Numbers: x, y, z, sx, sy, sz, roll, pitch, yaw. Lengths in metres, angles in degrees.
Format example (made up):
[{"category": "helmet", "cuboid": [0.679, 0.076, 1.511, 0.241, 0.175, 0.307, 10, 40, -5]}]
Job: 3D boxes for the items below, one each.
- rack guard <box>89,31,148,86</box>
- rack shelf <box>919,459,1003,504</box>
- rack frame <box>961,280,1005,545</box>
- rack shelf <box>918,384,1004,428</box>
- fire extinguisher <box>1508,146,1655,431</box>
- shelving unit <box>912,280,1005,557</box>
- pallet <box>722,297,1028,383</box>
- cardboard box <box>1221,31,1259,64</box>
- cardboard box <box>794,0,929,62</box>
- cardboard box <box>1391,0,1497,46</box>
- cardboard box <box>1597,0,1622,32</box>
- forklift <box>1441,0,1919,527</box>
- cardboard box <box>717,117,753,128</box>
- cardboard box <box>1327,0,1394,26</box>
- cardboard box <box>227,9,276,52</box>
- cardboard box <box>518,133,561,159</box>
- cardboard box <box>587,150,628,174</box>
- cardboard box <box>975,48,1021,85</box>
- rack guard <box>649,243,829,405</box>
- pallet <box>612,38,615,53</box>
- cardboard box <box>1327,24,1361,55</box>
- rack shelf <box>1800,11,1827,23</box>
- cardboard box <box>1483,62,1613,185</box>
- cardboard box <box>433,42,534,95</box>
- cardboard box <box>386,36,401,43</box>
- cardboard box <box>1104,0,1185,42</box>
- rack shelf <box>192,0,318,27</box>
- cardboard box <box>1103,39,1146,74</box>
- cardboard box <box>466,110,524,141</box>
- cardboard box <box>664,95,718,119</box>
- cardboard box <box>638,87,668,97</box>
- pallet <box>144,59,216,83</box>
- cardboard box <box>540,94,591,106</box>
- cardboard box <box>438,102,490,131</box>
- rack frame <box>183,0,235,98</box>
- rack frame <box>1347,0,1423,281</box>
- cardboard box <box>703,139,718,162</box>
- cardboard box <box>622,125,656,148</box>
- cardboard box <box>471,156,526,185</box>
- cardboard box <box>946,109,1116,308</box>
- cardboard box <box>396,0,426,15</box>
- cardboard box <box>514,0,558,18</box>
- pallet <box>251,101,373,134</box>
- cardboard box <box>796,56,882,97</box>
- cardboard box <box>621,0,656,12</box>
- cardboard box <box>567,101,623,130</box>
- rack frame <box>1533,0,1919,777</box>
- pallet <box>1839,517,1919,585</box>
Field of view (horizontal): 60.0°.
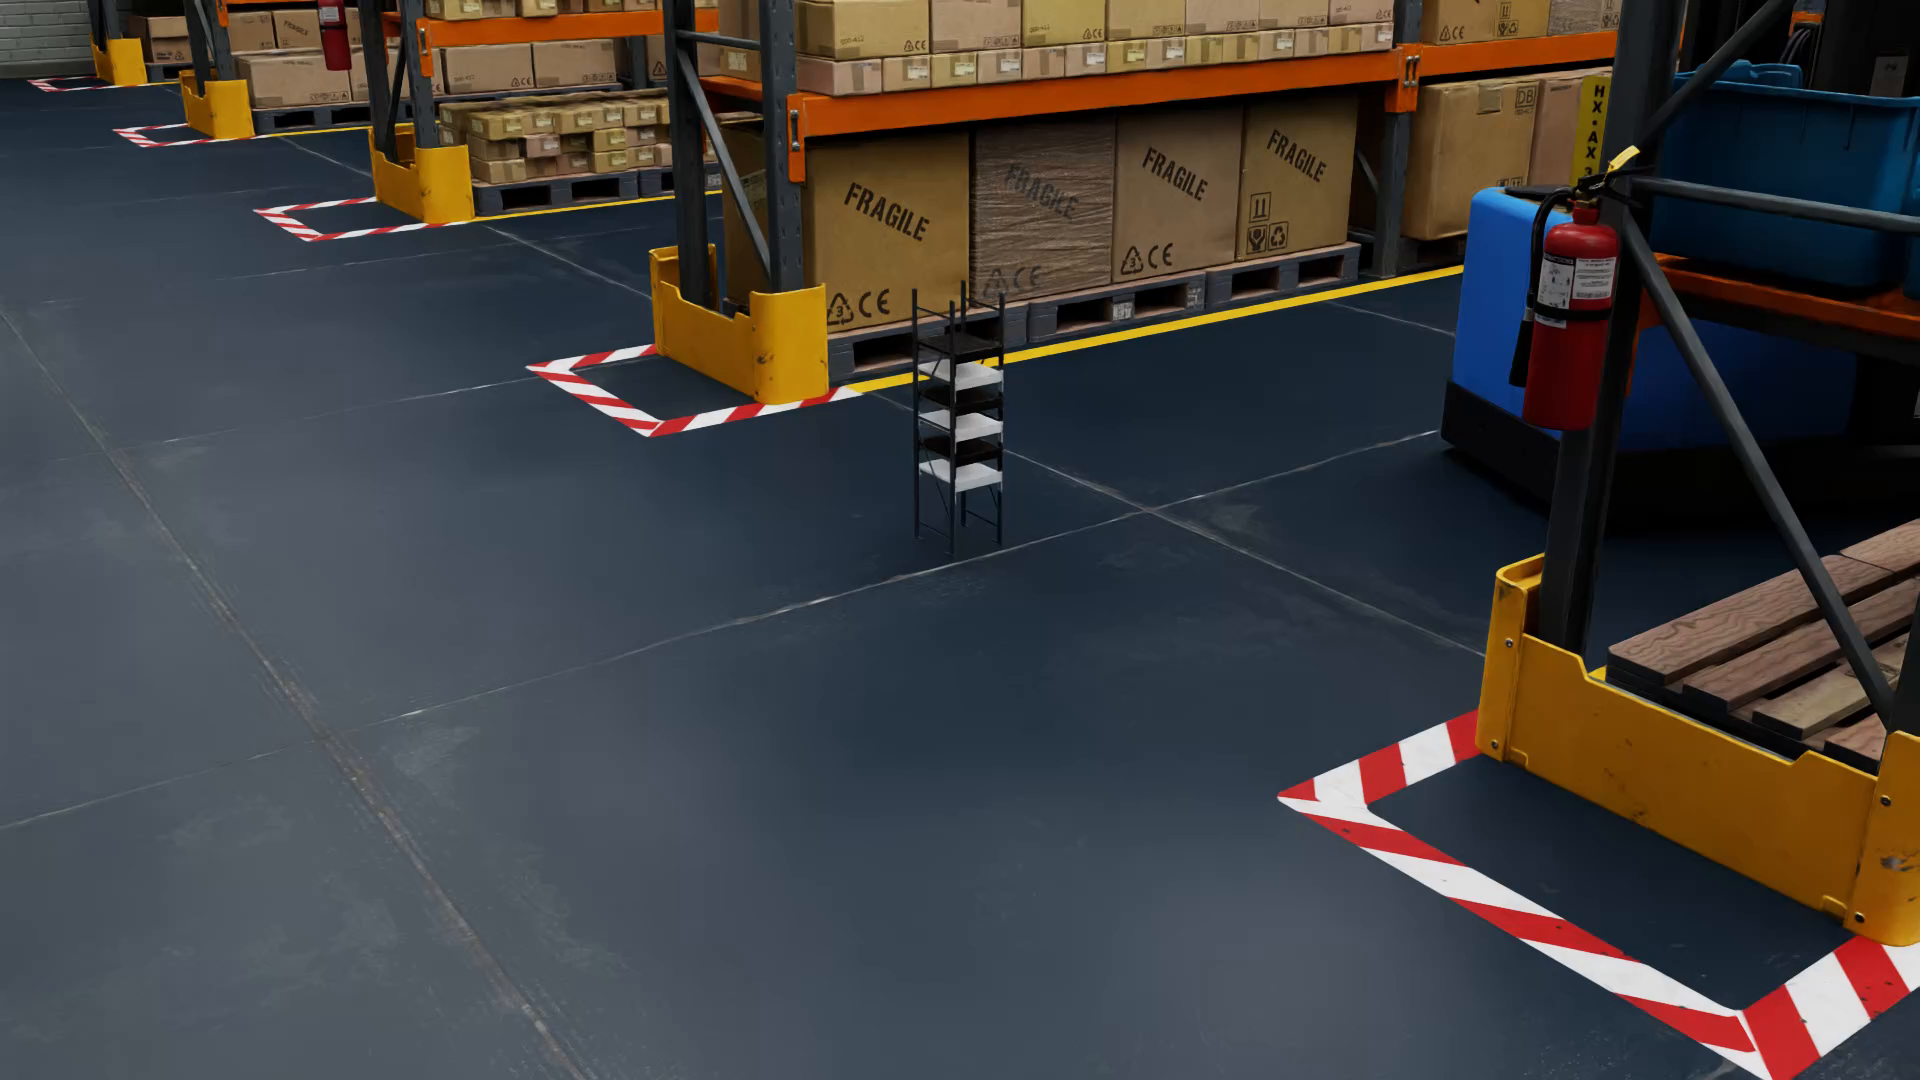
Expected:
[{"category": "rack guard", "cuboid": [-9.660, -5.530, 19.081, 0.348, 0.500, 1.175, -15, 26, -33]}, {"category": "rack shelf", "cuboid": [-0.007, -0.218, 5.804, 0.200, 0.077, 0.258, -15, 26, -33]}, {"category": "rack frame", "cuboid": [0.076, -0.438, 5.780, 0.006, 0.900, 0.240, -15, 26, -33]}, {"category": "rack shelf", "cuboid": [-0.007, -0.469, 5.704, 0.200, 0.077, 0.258, -15, 26, -33]}, {"category": "fire extinguisher", "cuboid": [1.472, -0.606, 3.975, 0.183, 0.674, 0.296, -15, 26, -33]}, {"category": "shelving unit", "cuboid": [-0.007, -0.416, 5.725, 0.210, 0.900, 0.258, -15, 26, -33]}, {"category": "pallet", "cuboid": [-0.429, -1.102, 8.374, 1.213, 0.211, 1.003, -15, 26, -33]}, {"category": "cardboard box", "cuboid": [1.323, -2.563, 8.610, 0.250, 0.149, 0.380, -14, 26, -32]}, {"category": "cardboard box", "cuboid": [-0.485, -2.292, 7.394, 0.500, 0.250, 0.500, -16, 27, -34]}, {"category": "cardboard box", "cuboid": [2.734, -3.138, 9.577, 0.500, 0.500, 0.500, -15, 26, -33]}, {"category": "cardboard box", "cuboid": [3.964, -3.468, 10.406, 0.500, 0.500, 0.500, -14, 26, -32]}, {"category": "forklift", "cuboid": [3.526, -1.682, 6.157, 3.031, 2.935, 1.130, -5, 22, -13]}, {"category": "cardboard box", "cuboid": [-1.775, -3.163, 12.654, 0.250, 0.149, 0.380, -16, 27, -35]}, {"category": "cardboard box", "cuboid": [2.009, -2.961, 9.070, 0.500, 0.250, 0.500, -15, 26, -34]}, {"category": "cardboard box", "cuboid": [-8.453, -5.986, 19.657, 0.500, 0.500, 0.700, -14, 26, -31]}, {"category": "cardboard box", "cuboid": [-3.017, -2.803, 11.751, 0.250, 0.149, 0.380, -15, 26, -33]}, {"category": "cardboard box", "cuboid": [-2.601, -2.763, 12.052, 0.250, 0.149, 0.380, -15, 26, -32]}, {"category": "cardboard box", "cuboid": [0.075, -2.230, 7.777, 0.250, 0.149, 0.380, -15, 26, -34]}, {"category": "rack guard", "cuboid": [-1.052, -1.035, 7.815, 0.348, 0.500, 1.175, -15, 26, -33]}, {"category": "pallet", "cuboid": [-4.846, -6.699, 22.399, 1.213, 0.211, 1.003, -15, 26, -33]}, {"category": "cardboard box", "cuboid": [1.949, -2.730, 9.029, 0.250, 0.149, 0.380, -14, 26, -32]}, {"category": "rack shelf", "cuboid": [7.085, -4.031, 12.923, 4.000, 0.370, 1.077, -15, 26, -33]}, {"category": "cardboard box", "cuboid": [3.447, -2.613, 10.698, 0.875, 0.875, 1.225, -16, 27, -35]}, {"category": "cardboard box", "cuboid": [-4.872, -4.756, 16.657, 0.875, 0.438, 0.875, -16, 27, -34]}, {"category": "cardboard box", "cuboid": [-7.045, -6.180, 20.458, 0.258, 0.266, 0.396, -14, 26, -31]}, {"category": "cardboard box", "cuboid": [0.764, -2.629, 8.238, 0.500, 0.250, 0.500, -16, 27, -34]}, {"category": "rack shelf", "cuboid": [-5.196, -5.281, 16.055, 4.000, 0.370, 1.077, -15, 26, -33]}, {"category": "cardboard box", "cuboid": [0.696, -2.395, 8.191, 0.250, 0.149, 0.380, -16, 27, -34]}, {"category": "cardboard box", "cuboid": [-3.223, -2.874, 11.528, 0.250, 0.149, 0.380, -16, 27, -35]}, {"category": "cardboard box", "cuboid": [-2.018, -3.248, 12.465, 0.250, 0.149, 0.380, -15, 26, -33]}, {"category": "cardboard box", "cuboid": [-2.284, -3.385, 12.810, 0.250, 0.149, 0.380, -15, 26, -33]}, {"category": "pallet", "cuboid": [-9.014, -5.569, 19.568, 1.213, 0.211, 1.003, -15, 26, -33]}, {"category": "cardboard box", "cuboid": [-2.945, -3.222, 12.400, 0.250, 0.149, 0.380, -16, 27, -35]}, {"category": "cardboard box", "cuboid": [-3.565, -3.053, 11.978, 0.250, 0.149, 0.380, -15, 26, -32]}, {"category": "rack frame", "cuboid": [-6.820, -5.182, 14.836, 0.127, 3.000, 1.000, -15, 26, -33]}, {"category": "rack frame", "cuboid": [2.215, -3.067, 9.535, 0.127, 3.000, 1.000, -15, 26, -33]}, {"category": "cardboard box", "cuboid": [-1.987, -2.942, 12.502, 0.250, 0.149, 0.380, -15, 26, -33]}, {"category": "cardboard box", "cuboid": [-2.438, -2.991, 12.224, 0.250, 0.149, 0.380, -16, 27, -35]}, {"category": "cardboard box", "cuboid": [-3.235, -2.603, 11.653, 0.250, 0.149, 0.380, -14, 26, -32]}, {"category": "cardboard box", "cuboid": [0.179, -1.769, 8.582, 0.875, 0.875, 0.875, -15, 26, -33]}, {"category": "cardboard box", "cuboid": [-3.747, -3.754, 11.596, 0.250, 0.149, 0.380, -15, 26, -33]}, {"category": "cardboard box", "cuboid": [-2.961, -3.680, 11.409, 0.250, 0.149, 0.380, -16, 27, -34]}, {"category": "pallet", "cuboid": [-6.217, -4.084, 15.846, 1.213, 0.211, 1.003, -15, 26, -33]}, {"category": "cardboard box", "cuboid": [-0.551, -2.062, 7.355, 0.250, 0.149, 0.380, -15, 26, -32]}, {"category": "cardboard box", "cuboid": [-2.379, -3.873, 11.894, 0.250, 0.149, 0.380, -16, 27, -34]}, {"category": "cardboard box", "cuboid": [-2.637, -3.064, 12.005, 0.250, 0.149, 0.380, -16, 27, -35]}, {"category": "rack frame", "cuboid": [1.860, -0.711, 3.631, 0.127, 3.000, 1.000, -15, 26, -33]}, {"category": "pallet", "cuboid": [3.542, 0.155, 5.224, 1.213, 0.211, 1.003, -15, 26, -33]}]
